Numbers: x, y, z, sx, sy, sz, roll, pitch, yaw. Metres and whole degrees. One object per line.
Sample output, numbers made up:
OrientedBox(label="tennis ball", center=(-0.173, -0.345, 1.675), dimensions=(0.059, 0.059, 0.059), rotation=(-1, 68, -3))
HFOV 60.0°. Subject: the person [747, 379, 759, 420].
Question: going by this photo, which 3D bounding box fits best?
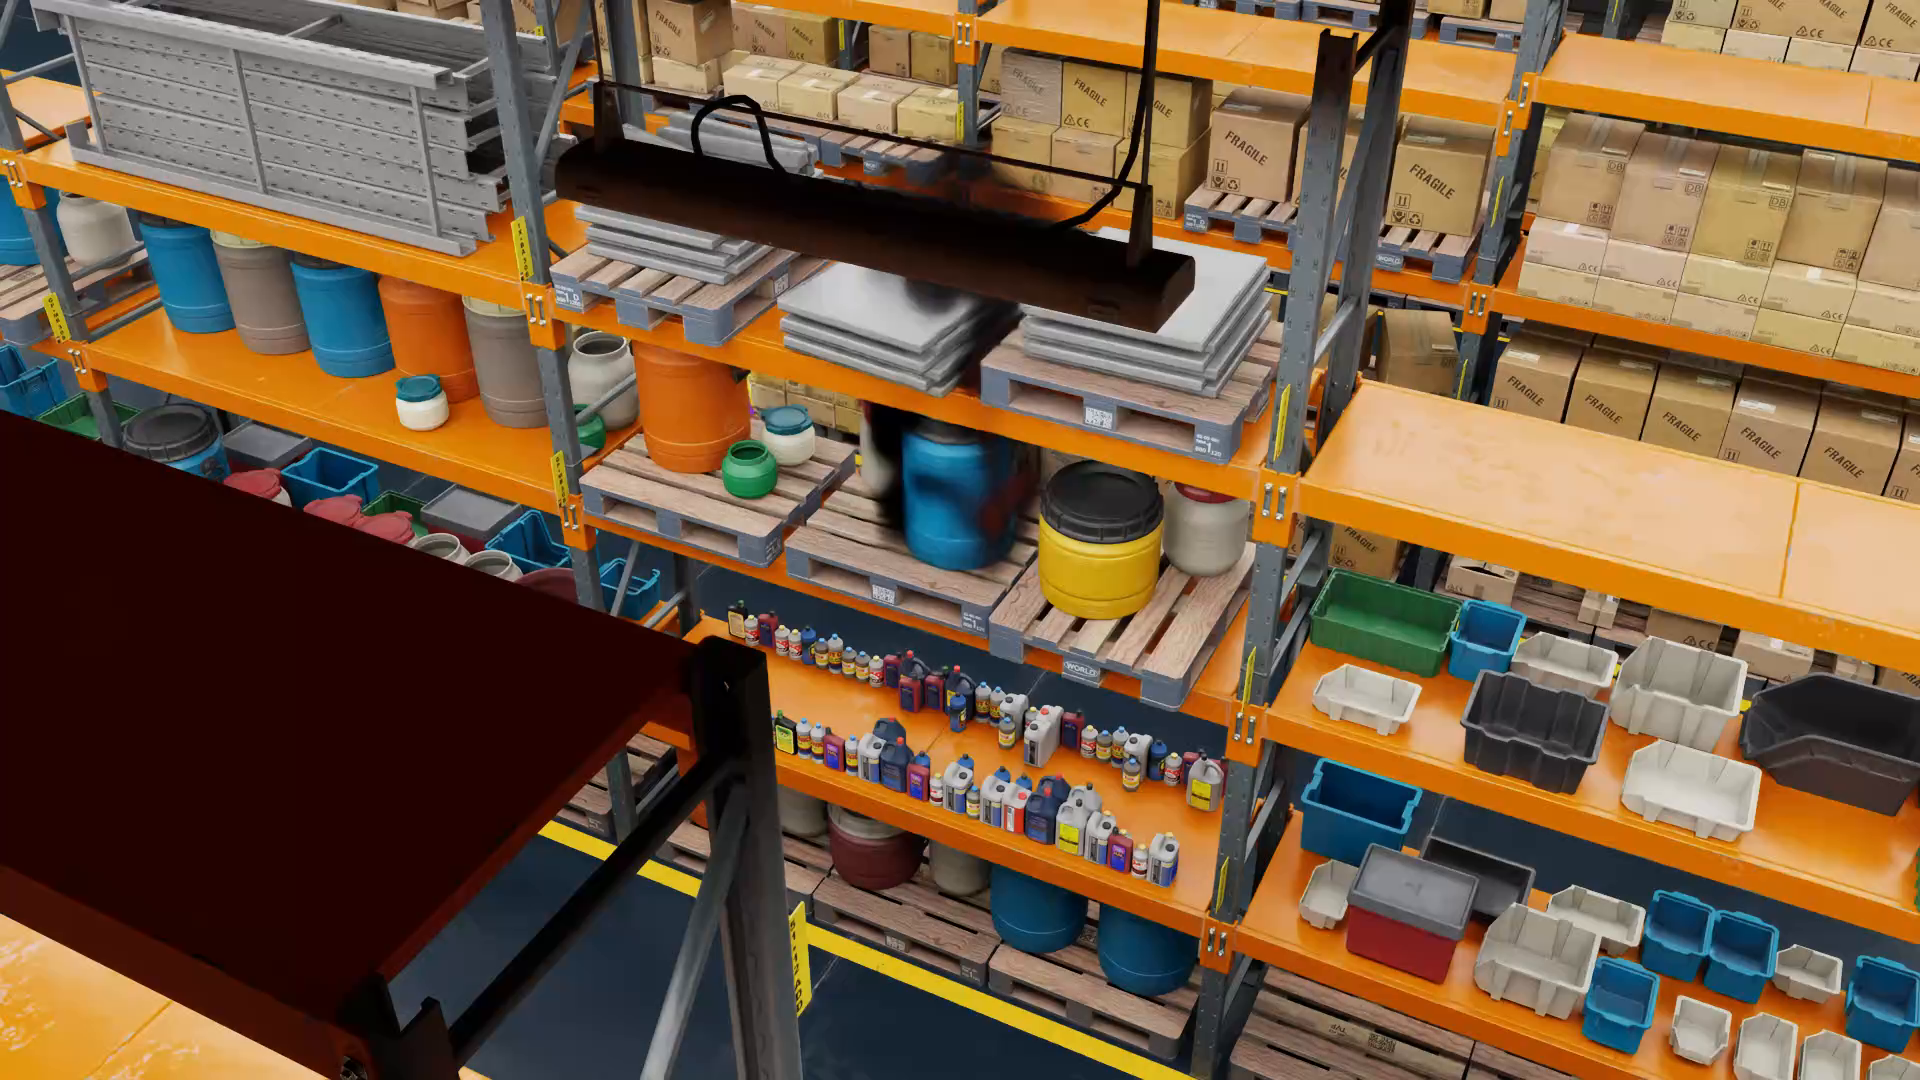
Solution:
OrientedBox(label="person", center=(-1.673, -0.680, 12.904), dimensions=(0.961, 1.740, 0.715), rotation=(6, 35, 8))
